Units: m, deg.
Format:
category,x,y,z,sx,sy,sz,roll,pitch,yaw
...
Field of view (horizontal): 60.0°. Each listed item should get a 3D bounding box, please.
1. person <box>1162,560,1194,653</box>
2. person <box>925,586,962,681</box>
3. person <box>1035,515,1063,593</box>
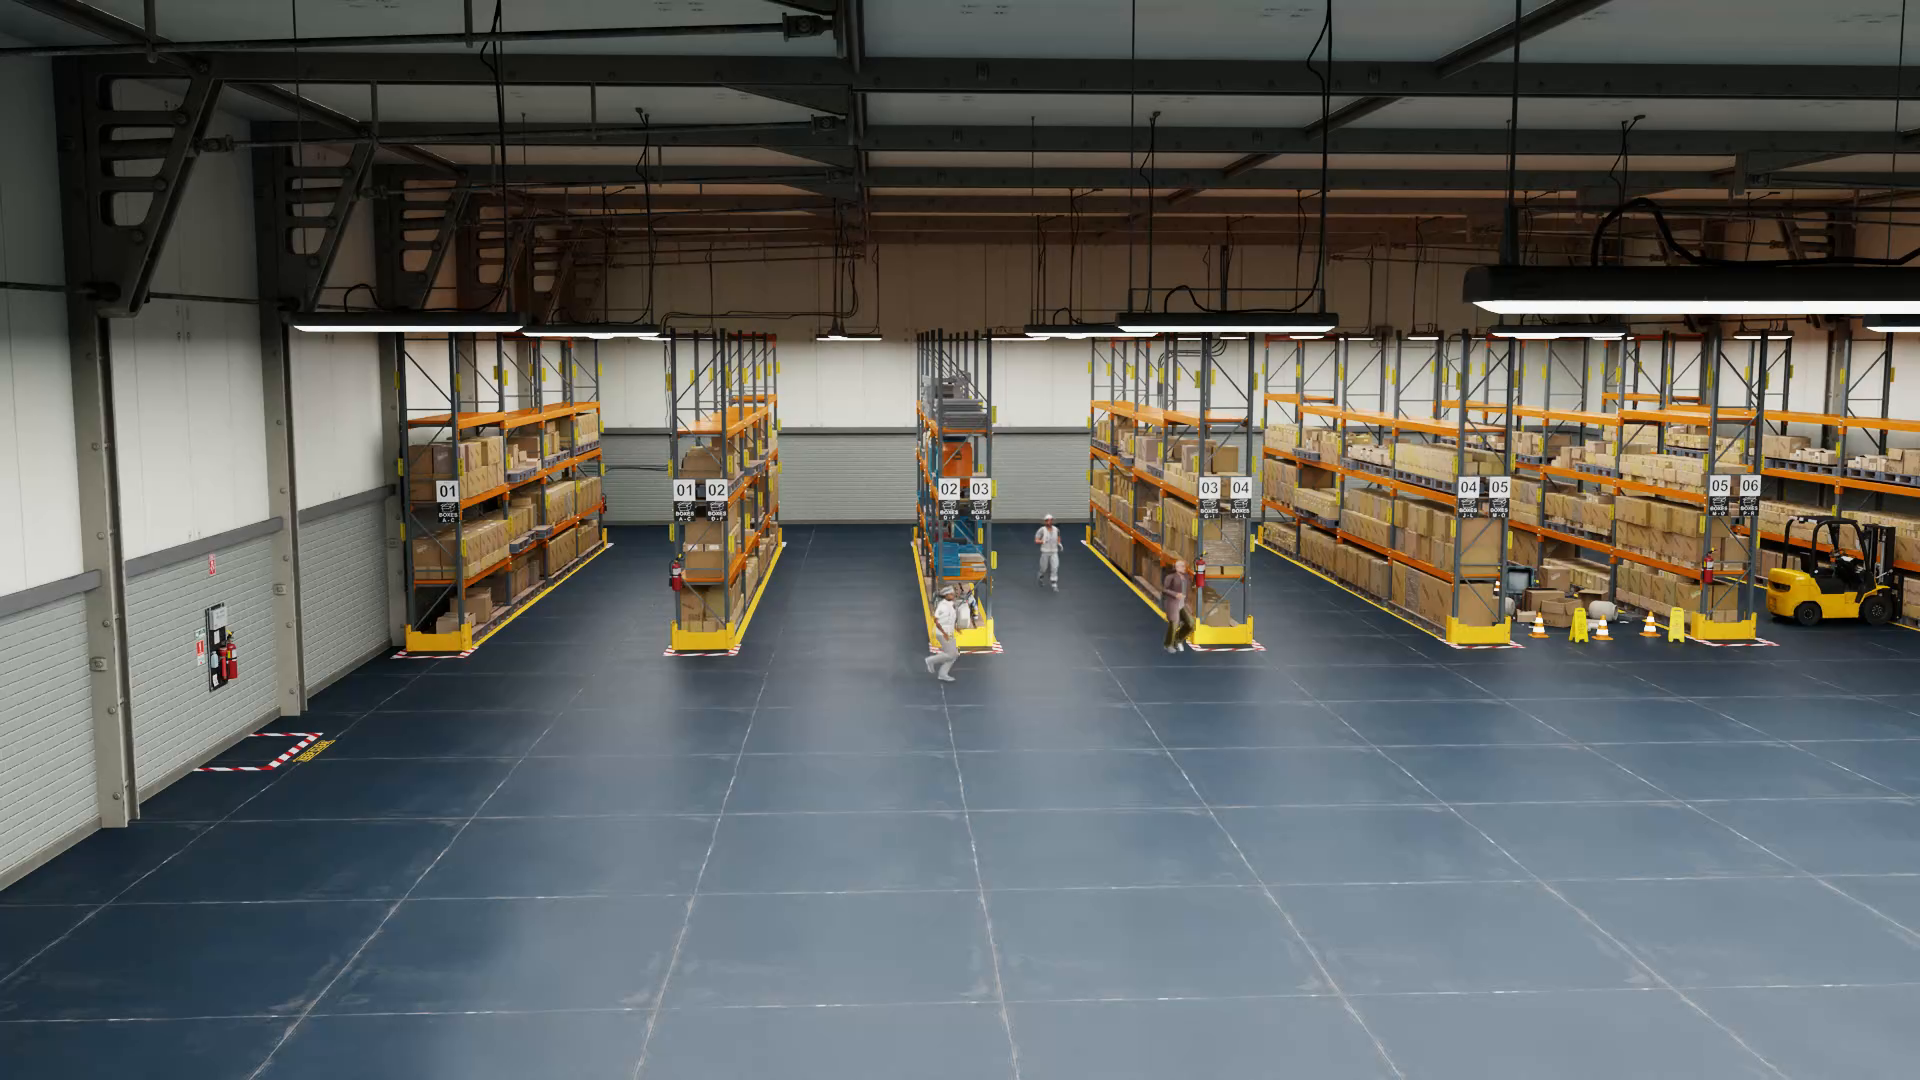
category,x,y,z,sx,sy,sz,roll,pitch,yaw
person,4.059,1.259,30.808,0.731,1.698,0.755,-4,8,-28
person,-0.246,1.585,28.323,0.534,1.645,0.558,2,7,18
person,2.053,0.294,38.394,0.668,1.764,0.998,-2,7,-13
